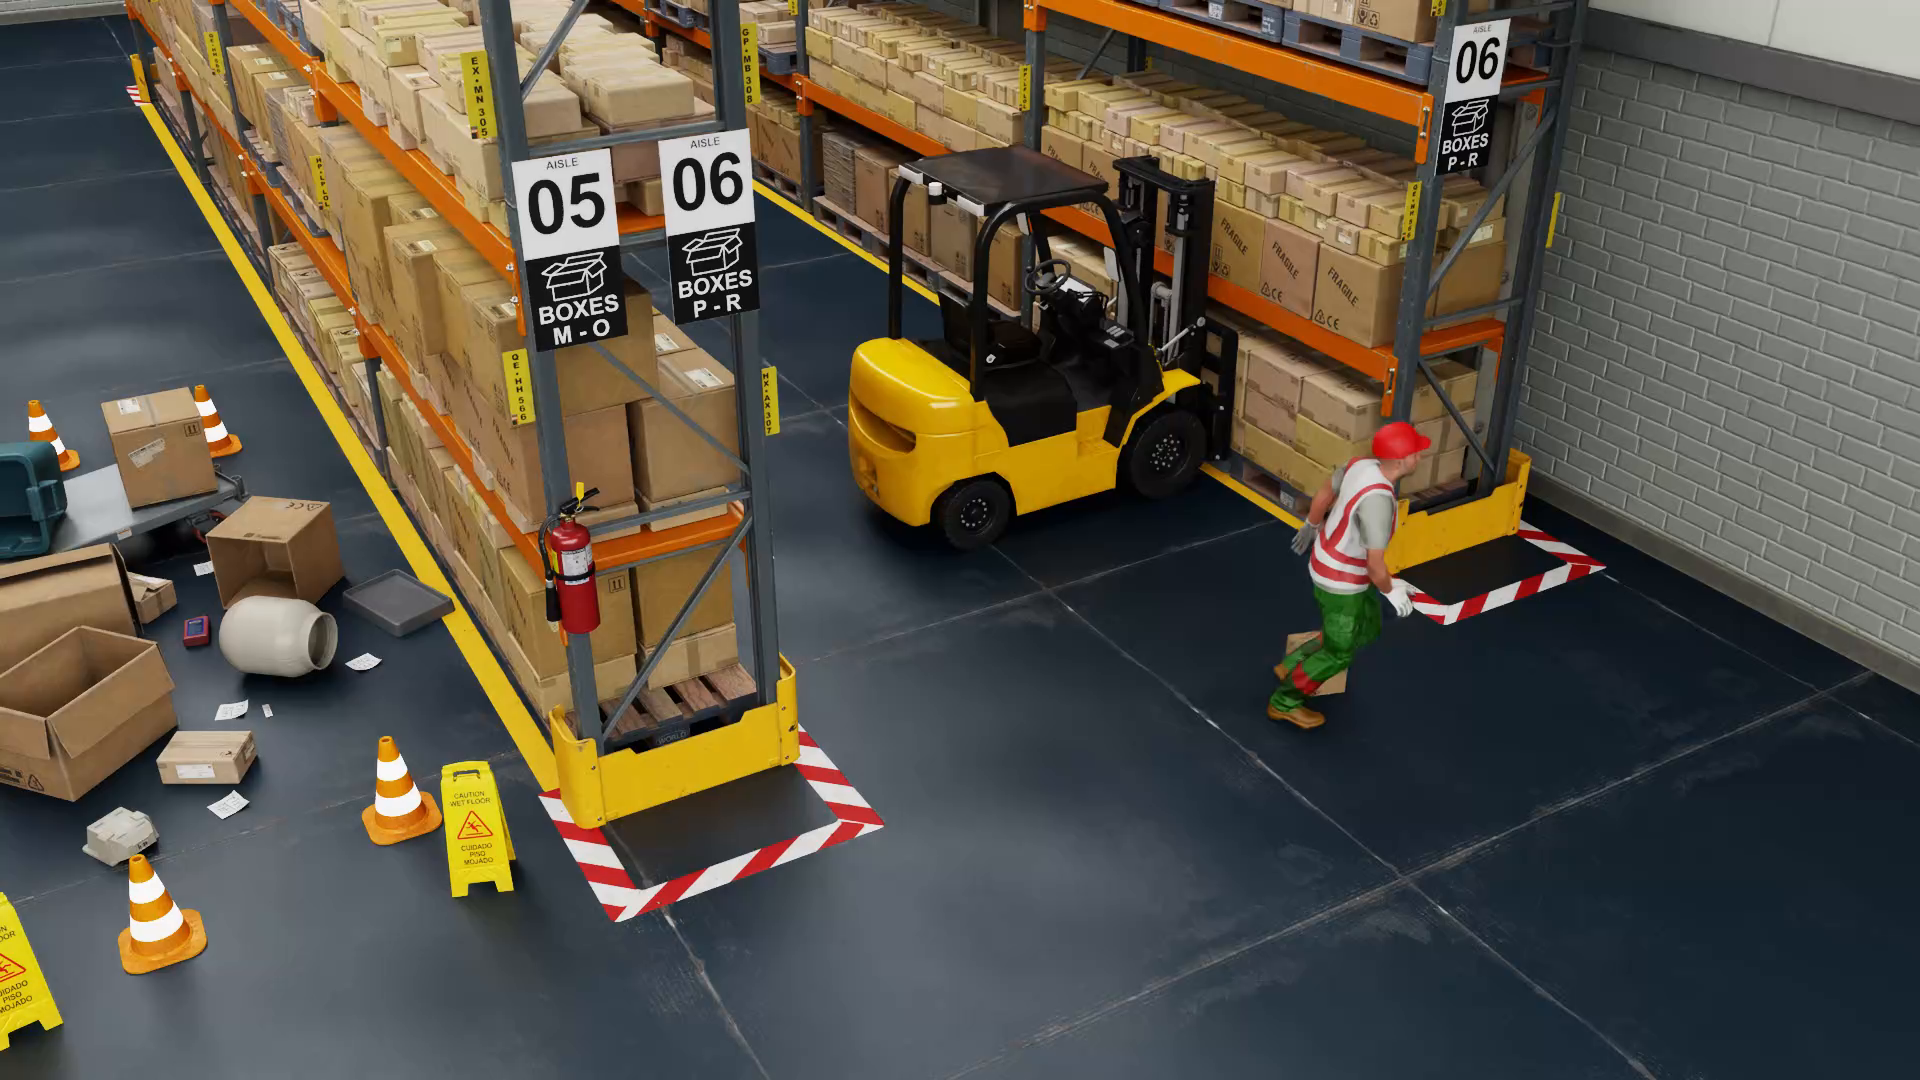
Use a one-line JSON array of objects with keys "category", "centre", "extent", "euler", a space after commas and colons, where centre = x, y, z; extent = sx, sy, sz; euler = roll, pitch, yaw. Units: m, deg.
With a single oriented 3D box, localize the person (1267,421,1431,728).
[{"category": "person", "centre": [1.942, 0.164, 8.340], "extent": [0.647, 1.690, 0.700], "euler": [5, 29, 9]}]
